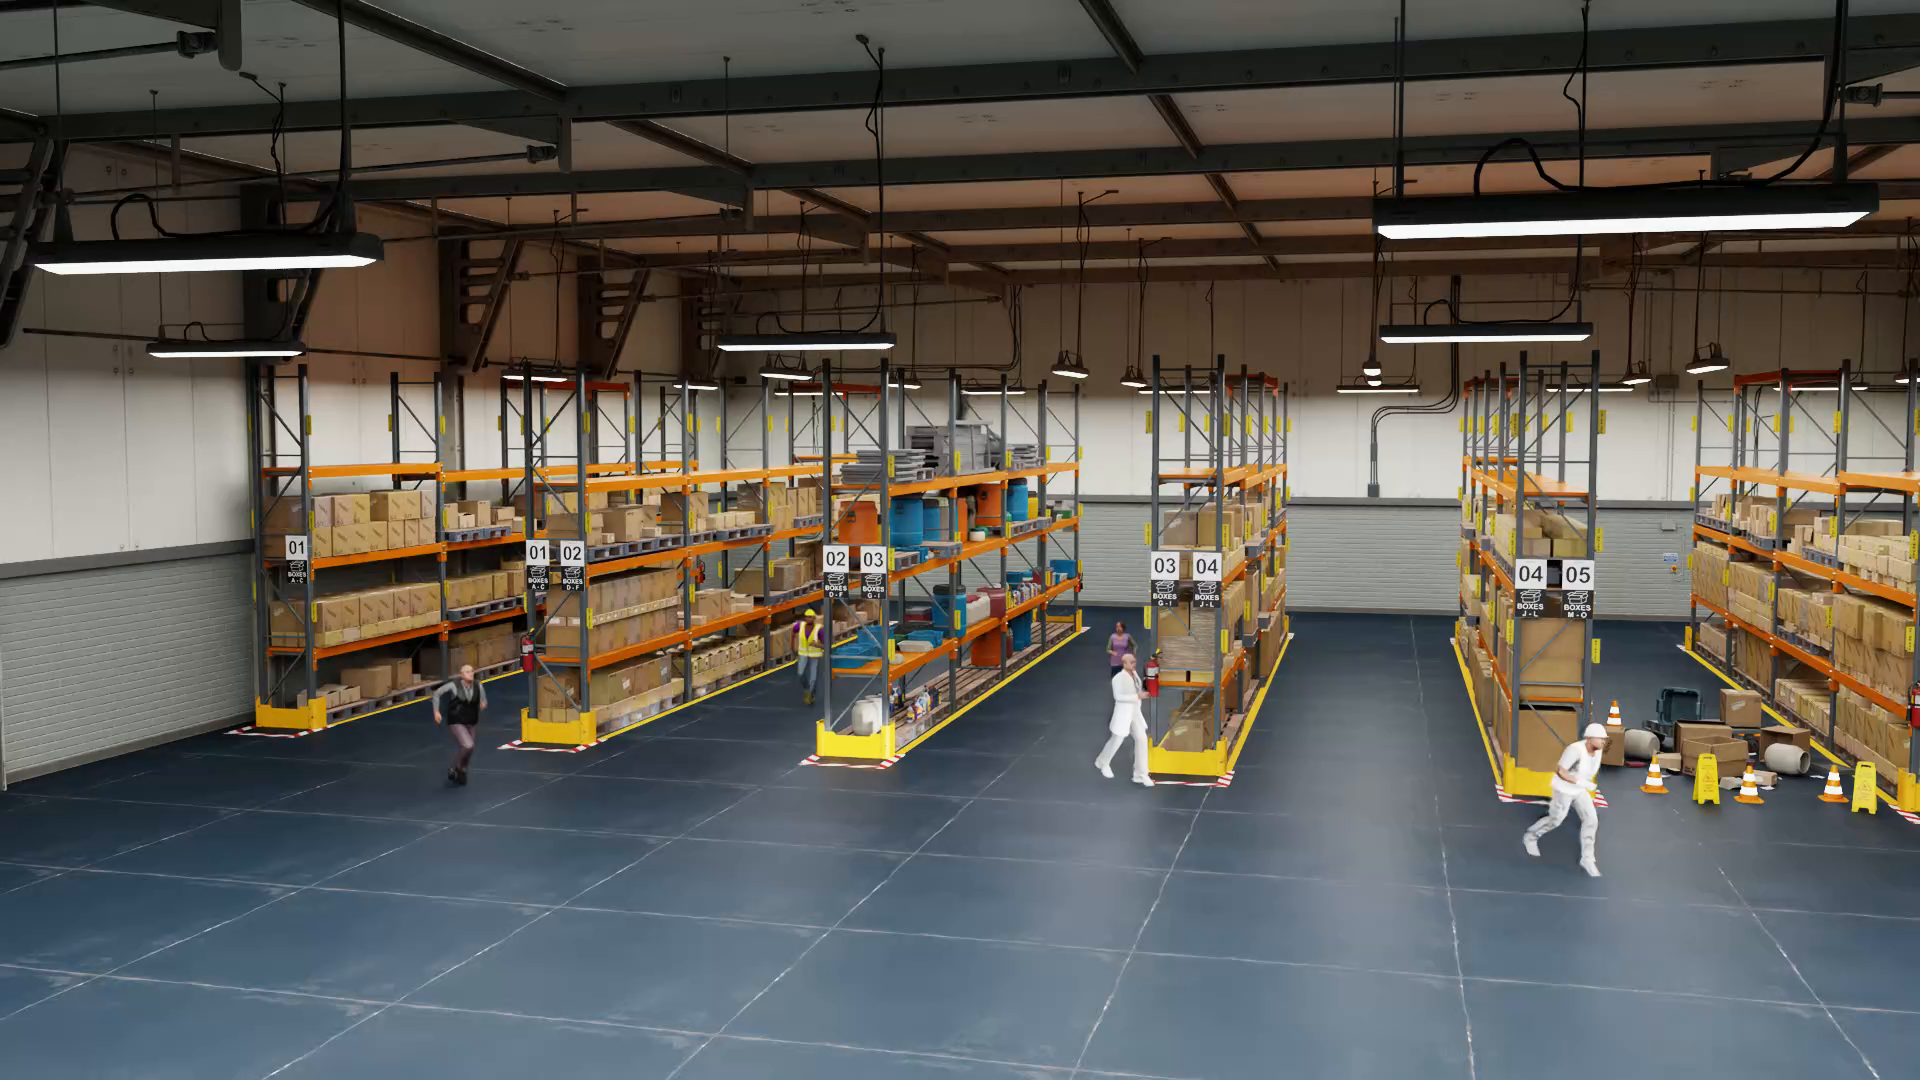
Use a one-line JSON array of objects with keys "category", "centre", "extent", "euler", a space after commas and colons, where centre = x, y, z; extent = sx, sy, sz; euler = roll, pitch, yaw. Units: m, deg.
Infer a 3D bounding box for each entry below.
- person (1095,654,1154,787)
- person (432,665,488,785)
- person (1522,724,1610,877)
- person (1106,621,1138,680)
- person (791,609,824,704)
[{"category": "person", "centre": [2.301, 2.490, 23.257], "extent": [0.680, 1.822, 0.977], "euler": [-4, 5, -43]}, {"category": "person", "centre": [-6.859, 2.554, 22.970], "extent": [0.782, 1.673, 0.688], "euler": [4, 6, 45]}, {"category": "person", "centre": [6.854, 2.881, 18.797], "extent": [0.727, 1.732, 1.032], "euler": [-3, 5, -37]}, {"category": "person", "centre": [2.807, 2.195, 29.065], "extent": [0.512, 1.570, 0.636], "euler": [1, 4, 17]}, {"category": "person", "centre": [-2.697, 2.075, 29.621], "extent": [0.740, 1.711, 0.782], "euler": [1, 4, 9]}]
